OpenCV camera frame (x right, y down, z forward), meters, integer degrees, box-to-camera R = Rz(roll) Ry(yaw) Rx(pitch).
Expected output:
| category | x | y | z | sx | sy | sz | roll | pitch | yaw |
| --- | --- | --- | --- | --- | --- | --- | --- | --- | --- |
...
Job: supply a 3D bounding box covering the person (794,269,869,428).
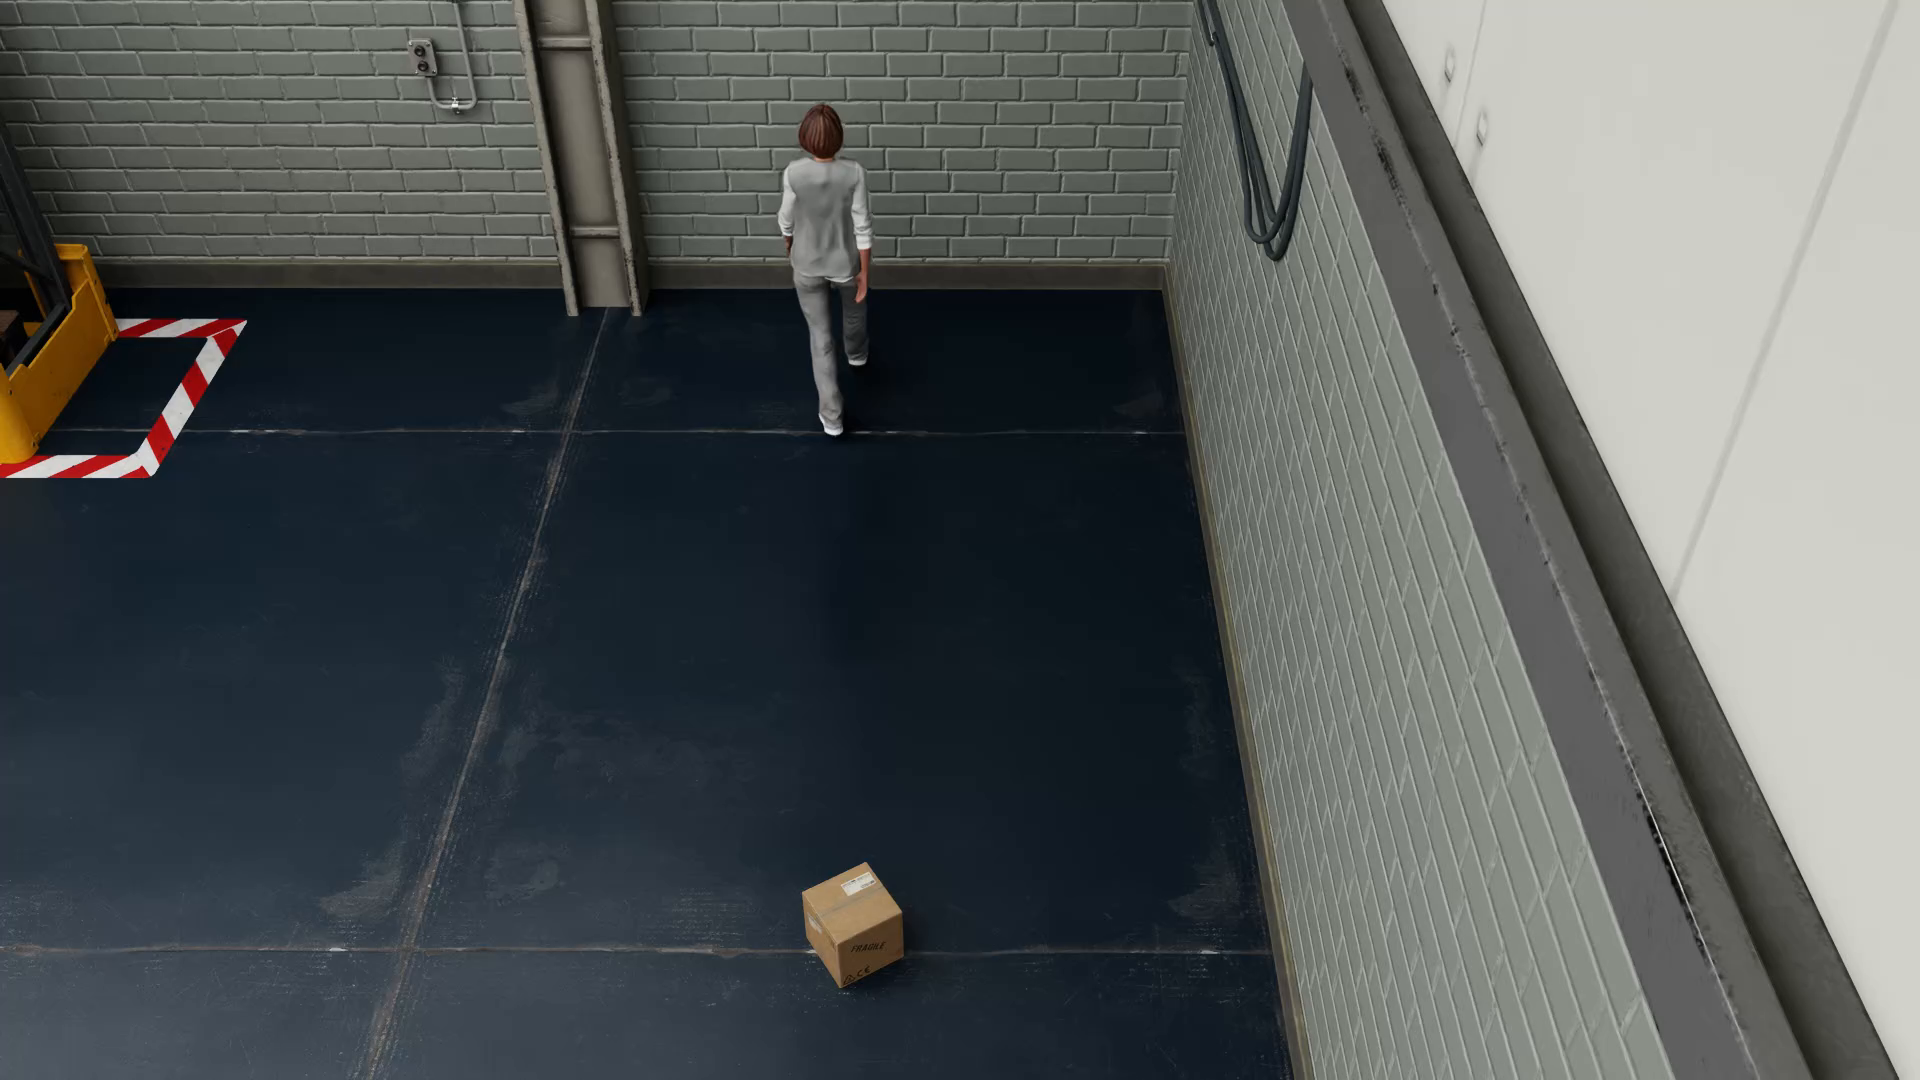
| category | x | y | z | sx | sy | sz | roll | pitch | yaw |
| --- | --- | --- | --- | --- | --- | --- | --- | --- | --- |
| person | -0.596 | -1.057 | 7.867 | 0.350 | 0.800 | 0.708 | -3 | 40 | -4 |
